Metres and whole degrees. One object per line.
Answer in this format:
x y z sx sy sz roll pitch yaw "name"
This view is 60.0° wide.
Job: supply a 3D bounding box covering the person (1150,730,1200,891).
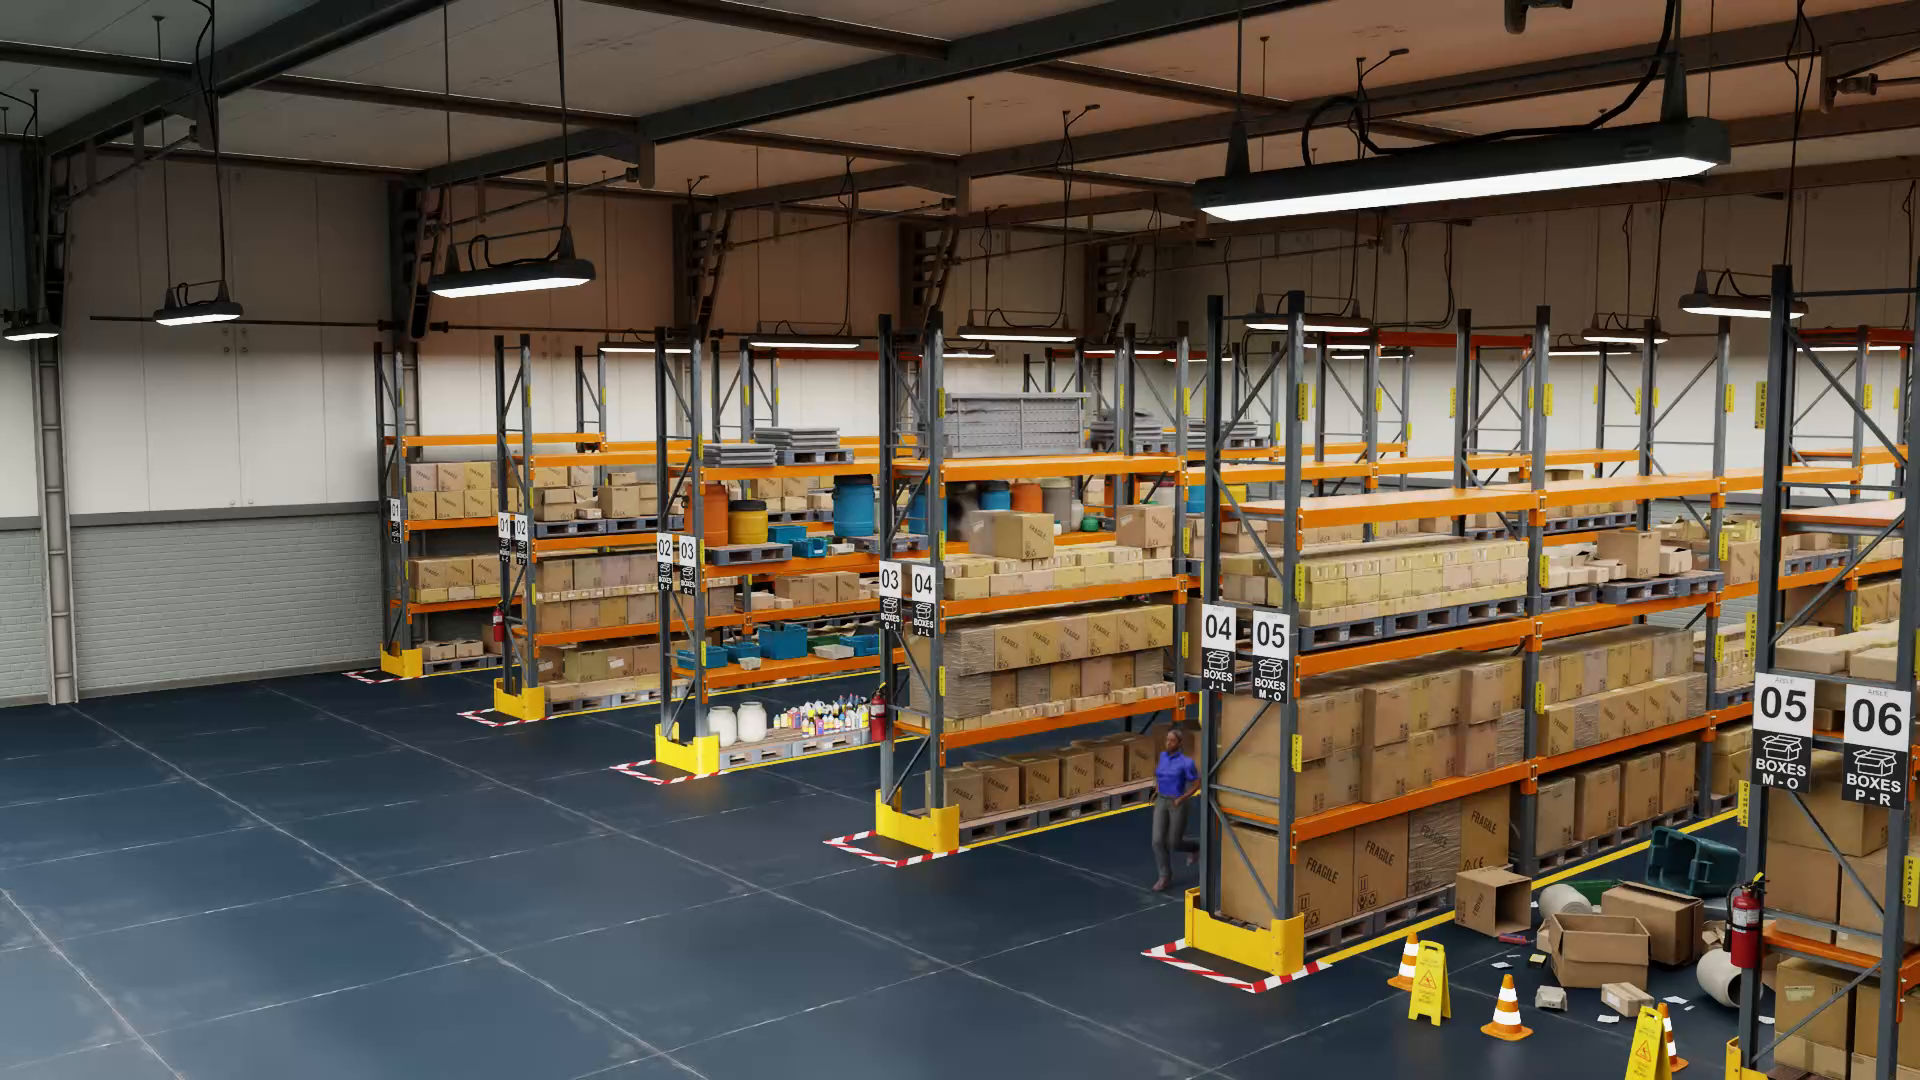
2.231 2.774 17.369 0.577 1.611 0.718 4 7 40 "person"
